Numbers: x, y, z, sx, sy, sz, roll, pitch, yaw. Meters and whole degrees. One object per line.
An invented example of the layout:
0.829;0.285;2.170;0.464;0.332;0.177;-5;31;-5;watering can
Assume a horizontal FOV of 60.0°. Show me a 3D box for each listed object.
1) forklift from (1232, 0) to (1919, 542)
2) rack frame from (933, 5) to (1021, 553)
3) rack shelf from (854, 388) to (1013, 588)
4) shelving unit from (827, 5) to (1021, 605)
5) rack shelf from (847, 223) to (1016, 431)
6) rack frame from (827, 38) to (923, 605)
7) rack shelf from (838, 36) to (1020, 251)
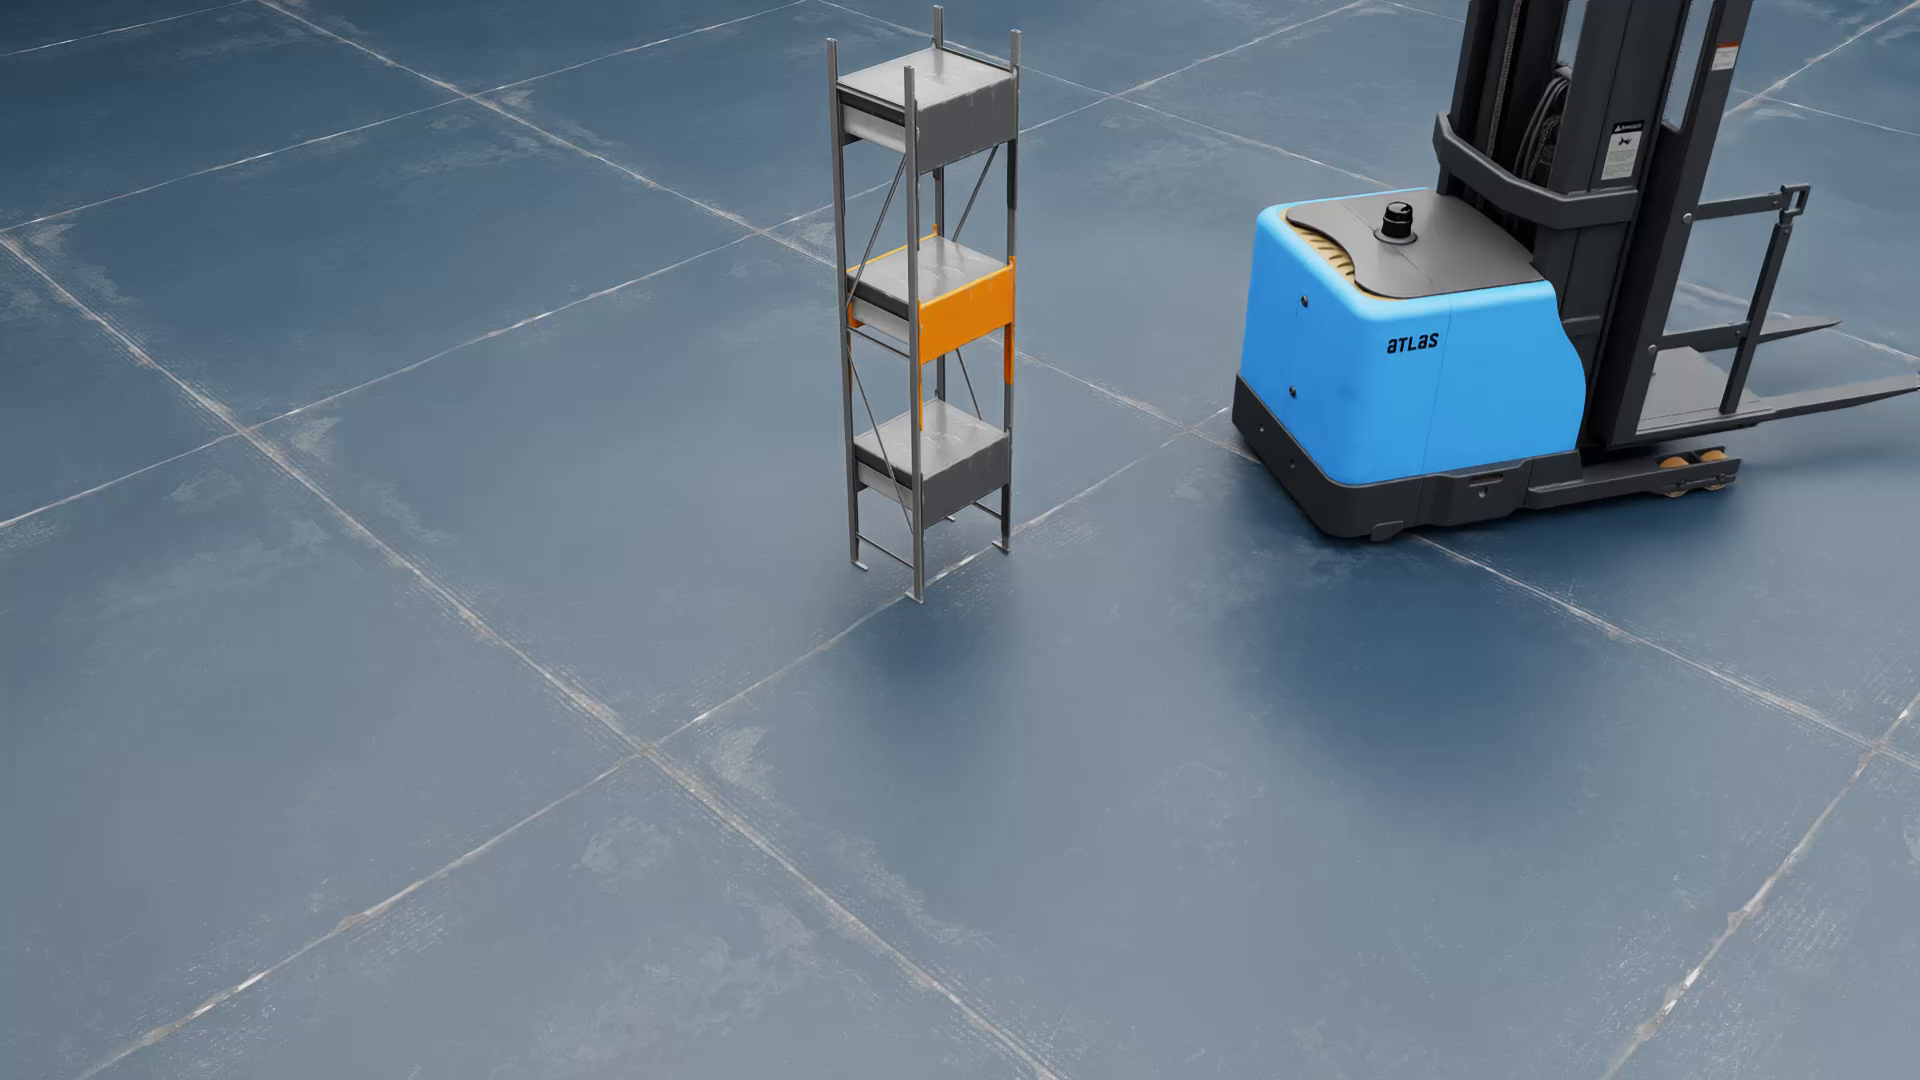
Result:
2.782;-1.664;6.574;3.031;2.935;1.130;-9;36;-13;forklift
0.055;-0.893;6.195;0.400;2.100;0.015;30;45;35;rack frame
-0.117;-0.209;6.461;0.431;0.518;0.480;30;45;35;rack shelf
-0.117;-0.794;6.053;0.431;2.100;0.503;30;45;35;shelving unit
-0.117;-0.783;6.061;0.431;0.518;0.480;30;45;35;rack shelf
-0.289;-0.695;5.911;0.400;2.100;0.015;30;45;35;rack frame
-0.117;-1.357;5.660;0.431;0.518;0.480;30;45;35;rack shelf
